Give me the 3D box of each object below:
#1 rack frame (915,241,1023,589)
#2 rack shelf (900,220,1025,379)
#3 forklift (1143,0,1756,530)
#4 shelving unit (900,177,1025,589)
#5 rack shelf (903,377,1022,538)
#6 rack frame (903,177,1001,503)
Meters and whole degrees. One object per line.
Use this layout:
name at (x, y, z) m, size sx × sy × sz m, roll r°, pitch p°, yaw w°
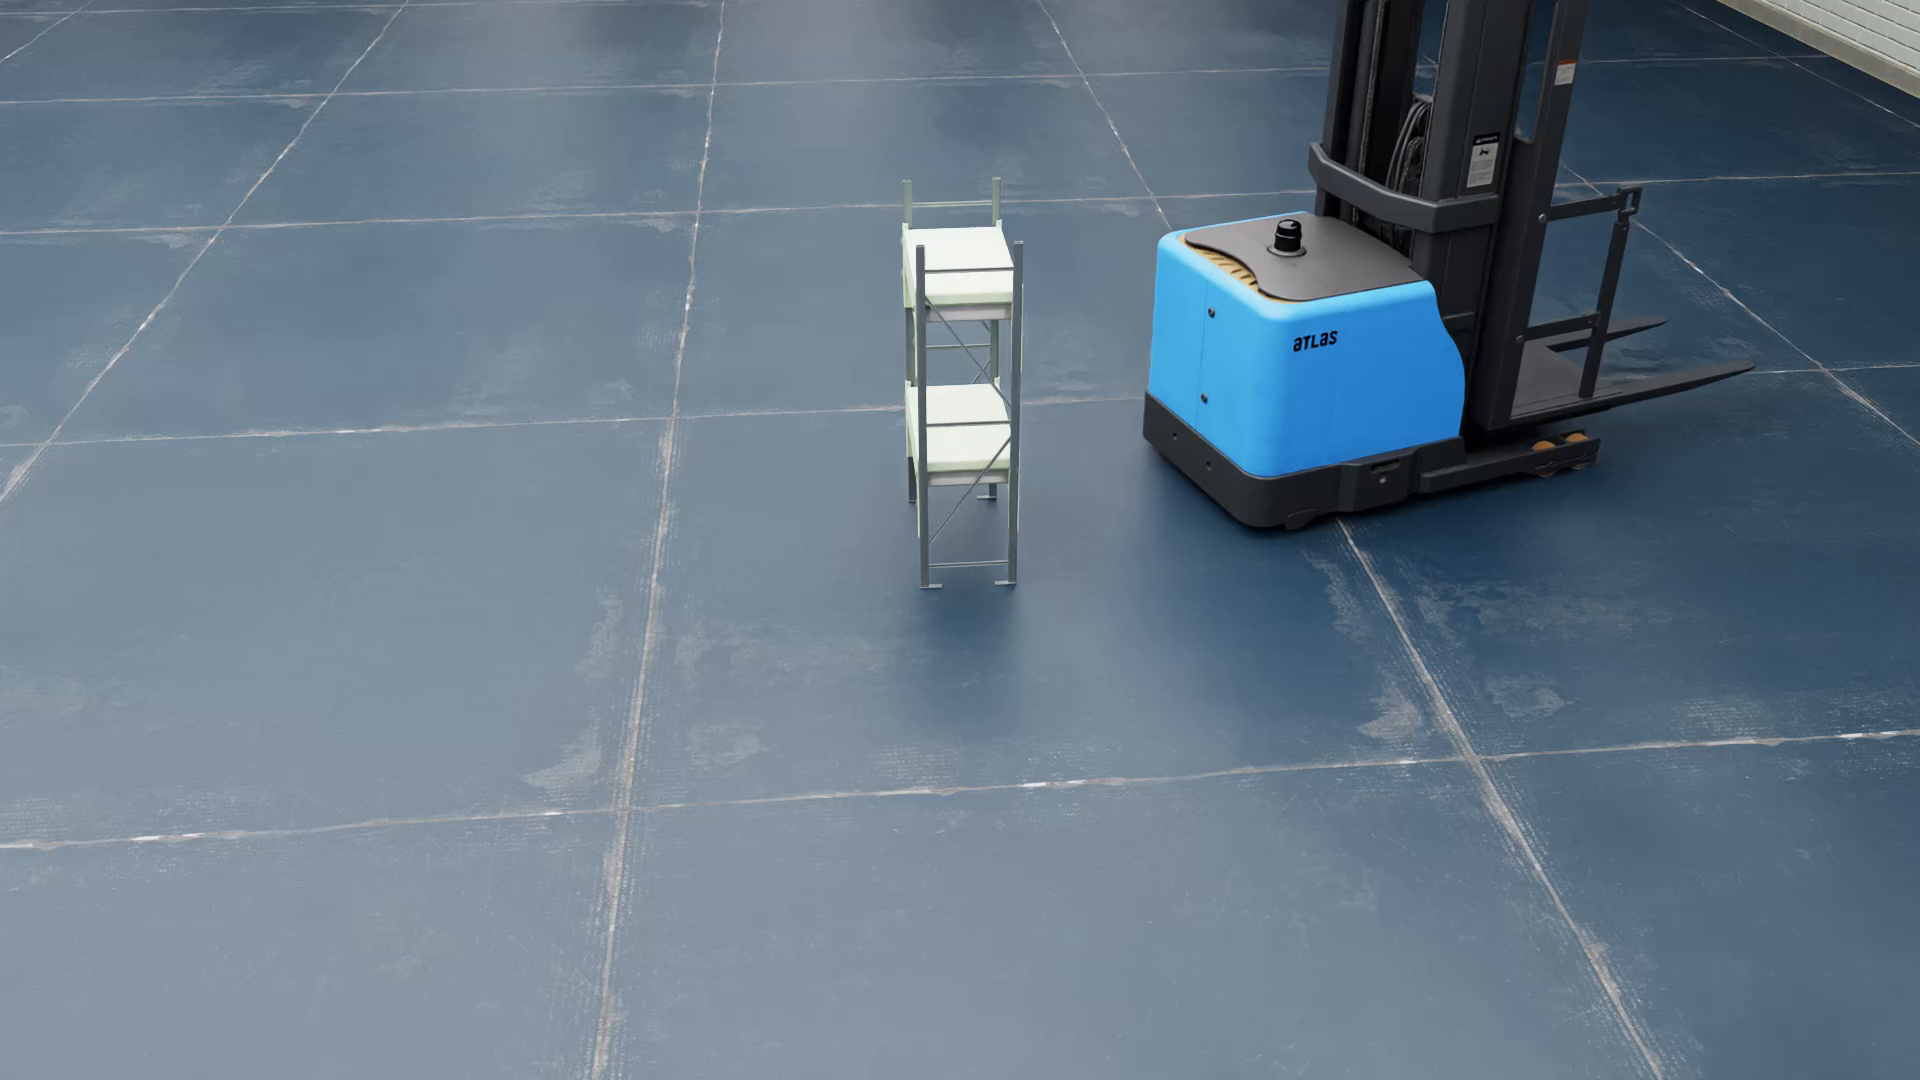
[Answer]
rack frame at (0.035, -0.454, 6.547) m, size 0.400 × 1.500 × 0.023 m, roll -3°, pitch 31°, yaw -5°
rack shelf at (0.001, -0.976, 6.660) m, size 0.431 × 0.370 × 0.720 m, roll -3°, pitch 31°, yaw -5°
forklift at (2.439, -1.786, 7.382) m, size 3.031 × 2.935 × 1.130 m, roll -12°, pitch 33°, yaw -20°
shelving unit at (0.001, -0.640, 6.860) m, size 0.431 × 1.500 × 0.755 m, roll -3°, pitch 31°, yaw -5°
rack shelf at (0.001, -0.361, 7.027) m, size 0.431 × 0.370 × 0.720 m, roll -3°, pitch 31°, yaw -5°
rack frame at (-0.034, -0.827, 7.173) m, size 0.400 × 1.500 × 0.023 m, roll -3°, pitch 31°, yaw -5°
